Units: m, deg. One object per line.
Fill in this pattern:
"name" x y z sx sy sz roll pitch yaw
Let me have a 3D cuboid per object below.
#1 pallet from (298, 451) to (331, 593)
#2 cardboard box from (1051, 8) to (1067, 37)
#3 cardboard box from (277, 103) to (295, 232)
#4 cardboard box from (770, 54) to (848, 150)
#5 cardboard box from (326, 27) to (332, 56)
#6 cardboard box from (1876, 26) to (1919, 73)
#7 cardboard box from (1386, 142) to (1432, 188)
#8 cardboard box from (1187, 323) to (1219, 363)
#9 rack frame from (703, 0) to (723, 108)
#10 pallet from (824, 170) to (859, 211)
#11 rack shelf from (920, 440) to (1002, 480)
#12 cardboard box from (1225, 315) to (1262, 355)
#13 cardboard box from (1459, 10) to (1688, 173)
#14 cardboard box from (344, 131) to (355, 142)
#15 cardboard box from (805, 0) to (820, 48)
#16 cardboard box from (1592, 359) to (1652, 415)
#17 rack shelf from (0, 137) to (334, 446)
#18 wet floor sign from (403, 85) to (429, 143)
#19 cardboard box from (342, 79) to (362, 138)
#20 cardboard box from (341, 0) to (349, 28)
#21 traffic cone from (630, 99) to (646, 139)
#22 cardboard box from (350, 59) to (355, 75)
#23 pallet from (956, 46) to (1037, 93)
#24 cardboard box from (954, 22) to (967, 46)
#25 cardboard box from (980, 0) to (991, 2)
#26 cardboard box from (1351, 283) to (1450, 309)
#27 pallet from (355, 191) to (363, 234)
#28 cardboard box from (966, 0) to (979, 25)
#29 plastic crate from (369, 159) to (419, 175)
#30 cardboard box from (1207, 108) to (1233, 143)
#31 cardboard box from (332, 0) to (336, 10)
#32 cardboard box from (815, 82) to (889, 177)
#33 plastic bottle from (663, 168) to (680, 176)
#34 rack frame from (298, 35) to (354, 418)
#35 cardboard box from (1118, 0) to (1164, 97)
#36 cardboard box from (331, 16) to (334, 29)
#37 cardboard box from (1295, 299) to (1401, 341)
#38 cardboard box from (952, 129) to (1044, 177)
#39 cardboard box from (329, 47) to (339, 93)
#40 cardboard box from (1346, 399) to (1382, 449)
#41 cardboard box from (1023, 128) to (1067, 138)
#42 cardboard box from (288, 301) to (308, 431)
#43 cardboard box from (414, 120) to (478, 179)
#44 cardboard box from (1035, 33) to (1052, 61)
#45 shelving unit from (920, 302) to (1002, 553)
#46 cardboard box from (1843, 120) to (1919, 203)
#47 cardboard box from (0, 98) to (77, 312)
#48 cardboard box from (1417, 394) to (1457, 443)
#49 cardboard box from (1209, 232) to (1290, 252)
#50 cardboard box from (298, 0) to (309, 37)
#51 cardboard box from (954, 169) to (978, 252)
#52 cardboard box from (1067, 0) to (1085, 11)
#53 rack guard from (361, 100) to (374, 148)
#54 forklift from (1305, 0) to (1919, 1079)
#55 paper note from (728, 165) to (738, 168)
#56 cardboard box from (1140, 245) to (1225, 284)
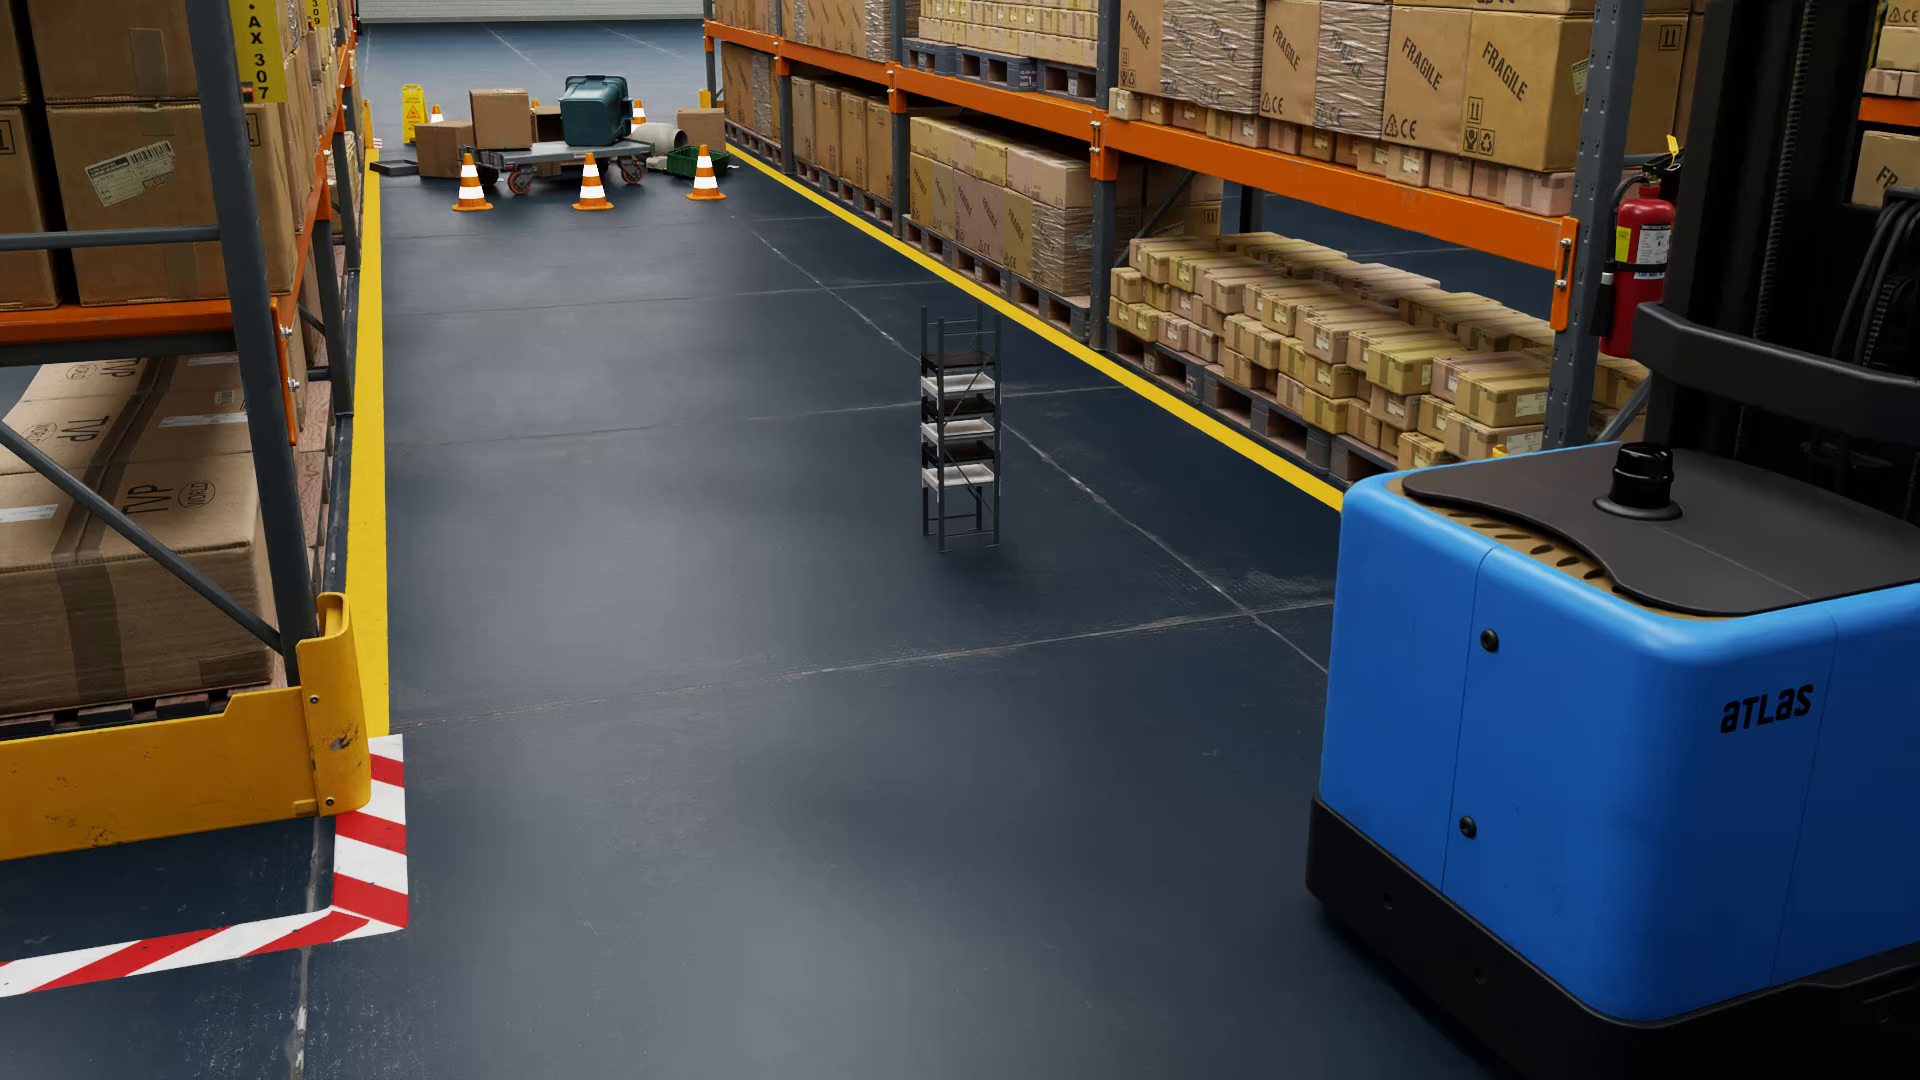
"pallet" -2.890 -0.022 6.166 1.003 0.211 1.213 -6 21 -17
"cardboard box" 0.754 -3.028 9.719 0.380 0.149 0.250 -5 20 -15
"cardboard box" -2.248 -1.086 4.855 0.500 0.500 0.500 -7 21 -18
"cardboard box" -1.420 -4.511 17.061 0.875 0.875 0.875 -6 21 -16
"cardboard box" -3.961 -2.973 9.737 0.500 0.250 0.500 -7 21 -19
"cardboard box" 5.865 -2.923 9.898 0.500 0.250 0.500 -7 21 -18
"cardboard box" 1.874 -1.452 6.393 0.380 0.149 0.250 -6 21 -16
"cardboard box" 1.373 -1.006 8.377 0.380 0.149 0.250 -7 21 -18
"rack frame" -2.546 -6.388 19.764 1.000 3.000 0.127 -6 21 -17
"pallet" -0.588 -3.160 14.903 1.003 0.211 1.213 -6 21 -17
"rack shelf" 0.003 -0.305 6.299 0.258 0.077 0.200 -6 21 -17
"cardboard box" 1.477 -0.971 7.840 0.380 0.149 0.250 -7 21 -18
"cardboard box" 2.097 -1.558 5.728 0.500 0.500 0.500 -6 21 -16
"cardboard box" -5.789 -3.339 14.541 0.950 0.372 0.625 -6 21 -17
"cardboard box" -1.065 -4.632 14.726 0.500 0.500 0.500 -6 21 -17
"cardboard box" 2.641 -0.594 6.348 0.380 0.149 0.250 -7 21 -20
"rack shelf" -2.813 -0.999 5.823 1.077 0.370 4.000 -6 21 -17
"wet floor sign" -6.257 -4.896 19.094 0.267 0.644 0.232 1 20 2
"cardboard box" -5.885 -4.021 15.510 0.500 0.500 0.500 -5 20 -15
"cardboard box" -5.830 -4.904 15.044 0.500 0.500 0.500 -6 21 -17
"traffic cone" -3.727 -4.873 19.299 0.336 0.463 0.334 -6 21 -17
"cardboard box" -6.031 -4.537 15.988 0.380 0.149 0.250 -6 20 -15
"pallet" 0.629 -3.100 10.893 1.003 0.211 1.213 -6 21 -17
"cardboard box" 0.173 -3.476 11.407 0.380 0.149 0.250 -5 20 -15
"cardboard box" 0.344 -3.590 10.844 0.380 0.149 0.250 -6 21 -16
"cardboard box" 2.038 -1.085 7.715 0.380 0.149 0.250 -6 21 -17
"pallet" -5.323 -2.592 13.320 1.003 0.211 1.213 -6 21 -17
"cardboard box" 0.261 -3.531 11.119 0.380 0.149 0.250 -6 21 -17
"plastic crate" -5.671 -3.763 16.775 0.402 0.080 0.583 -15 25 -36
"cardboard box" 1.386 -1.963 7.815 0.380 0.149 0.250 -6 21 -16
"cardboard box" -5.280 -4.482 13.248 0.500 0.500 0.500 -6 21 -15
"cardboard box" -0.709 -3.744 15.109 1.050 0.750 0.750 -6 21 -17
"plastic bottle" -2.808 -3.650 16.488 0.283 0.061 0.133 17 26 39
"rack frame" -3.442 -1.979 7.489 1.000 3.000 0.127 -6 21 -17
"cardboard box" 1.142 -2.539 8.459 0.500 0.500 0.500 -7 21 -18
"cardboard box" -5.225 -4.161 13.314 0.380 0.149 0.250 -6 21 -17
"cardboard box" 1.713 -0.955 7.355 0.380 0.149 0.250 -7 21 -19
"cardboard box" 0.258 -2.625 11.255 0.500 0.250 0.500 -6 21 -17
"cardboard box" -4.118 -2.895 10.261 0.500 0.250 0.500 -6 21 -16
"cardboard box" 1.851 -0.500 6.967 0.380 0.149 0.250 -6 21 -17
"cardboard box" 0.746 -2.678 11.401 0.500 0.250 0.500 -6 21 -16
"cardboard box" -3.346 -0.758 7.258 0.875 0.438 0.875 -7 21 -18
"cardboard box" -5.001 -3.859 16.418 0.500 0.500 0.500 8 21 20
"cardboard box" 0.676 -2.967 9.990 0.380 0.149 0.250 -7 21 -20
"shelving unit" 0.003 -0.421 6.257 0.258 0.900 0.210 -6 21 -17
"cardboard box" 5.746 -2.433 11.274 1.225 0.875 0.875 -6 21 -17
"cardboard box" -2.587 -0.869 4.251 0.500 0.500 0.500 -6 21 -17
"cardboard box" 2.015 -0.478 6.467 0.380 0.149 0.250 -7 21 -18
"cardboard box" 1.585 -1.587 9.113 0.380 0.149 0.250 -6 21 -16
"cardboard box" -3.031 -2.374 6.963 0.500 0.500 0.500 -7 21 -18
"cardboard box" 0.276 -2.263 11.356 0.500 0.500 0.500 -7 21 -19
"cardboard box" 0.829 -3.091 9.455 0.380 0.149 0.250 -7 21 -19
"rack guard" -7.190 -4.629 18.564 1.175 0.500 0.348 -6 21 -17
"forklift" 2.383 -0.551 3.614 3.031 2.935 1.130 -8 21 -22
"paper note" -2.360 -3.827 17.025 0.142 0.020 0.147 12 23 30
"cardboard box" 1.168 -1.446 8.721 0.380 0.149 0.250 -5 20 -15
